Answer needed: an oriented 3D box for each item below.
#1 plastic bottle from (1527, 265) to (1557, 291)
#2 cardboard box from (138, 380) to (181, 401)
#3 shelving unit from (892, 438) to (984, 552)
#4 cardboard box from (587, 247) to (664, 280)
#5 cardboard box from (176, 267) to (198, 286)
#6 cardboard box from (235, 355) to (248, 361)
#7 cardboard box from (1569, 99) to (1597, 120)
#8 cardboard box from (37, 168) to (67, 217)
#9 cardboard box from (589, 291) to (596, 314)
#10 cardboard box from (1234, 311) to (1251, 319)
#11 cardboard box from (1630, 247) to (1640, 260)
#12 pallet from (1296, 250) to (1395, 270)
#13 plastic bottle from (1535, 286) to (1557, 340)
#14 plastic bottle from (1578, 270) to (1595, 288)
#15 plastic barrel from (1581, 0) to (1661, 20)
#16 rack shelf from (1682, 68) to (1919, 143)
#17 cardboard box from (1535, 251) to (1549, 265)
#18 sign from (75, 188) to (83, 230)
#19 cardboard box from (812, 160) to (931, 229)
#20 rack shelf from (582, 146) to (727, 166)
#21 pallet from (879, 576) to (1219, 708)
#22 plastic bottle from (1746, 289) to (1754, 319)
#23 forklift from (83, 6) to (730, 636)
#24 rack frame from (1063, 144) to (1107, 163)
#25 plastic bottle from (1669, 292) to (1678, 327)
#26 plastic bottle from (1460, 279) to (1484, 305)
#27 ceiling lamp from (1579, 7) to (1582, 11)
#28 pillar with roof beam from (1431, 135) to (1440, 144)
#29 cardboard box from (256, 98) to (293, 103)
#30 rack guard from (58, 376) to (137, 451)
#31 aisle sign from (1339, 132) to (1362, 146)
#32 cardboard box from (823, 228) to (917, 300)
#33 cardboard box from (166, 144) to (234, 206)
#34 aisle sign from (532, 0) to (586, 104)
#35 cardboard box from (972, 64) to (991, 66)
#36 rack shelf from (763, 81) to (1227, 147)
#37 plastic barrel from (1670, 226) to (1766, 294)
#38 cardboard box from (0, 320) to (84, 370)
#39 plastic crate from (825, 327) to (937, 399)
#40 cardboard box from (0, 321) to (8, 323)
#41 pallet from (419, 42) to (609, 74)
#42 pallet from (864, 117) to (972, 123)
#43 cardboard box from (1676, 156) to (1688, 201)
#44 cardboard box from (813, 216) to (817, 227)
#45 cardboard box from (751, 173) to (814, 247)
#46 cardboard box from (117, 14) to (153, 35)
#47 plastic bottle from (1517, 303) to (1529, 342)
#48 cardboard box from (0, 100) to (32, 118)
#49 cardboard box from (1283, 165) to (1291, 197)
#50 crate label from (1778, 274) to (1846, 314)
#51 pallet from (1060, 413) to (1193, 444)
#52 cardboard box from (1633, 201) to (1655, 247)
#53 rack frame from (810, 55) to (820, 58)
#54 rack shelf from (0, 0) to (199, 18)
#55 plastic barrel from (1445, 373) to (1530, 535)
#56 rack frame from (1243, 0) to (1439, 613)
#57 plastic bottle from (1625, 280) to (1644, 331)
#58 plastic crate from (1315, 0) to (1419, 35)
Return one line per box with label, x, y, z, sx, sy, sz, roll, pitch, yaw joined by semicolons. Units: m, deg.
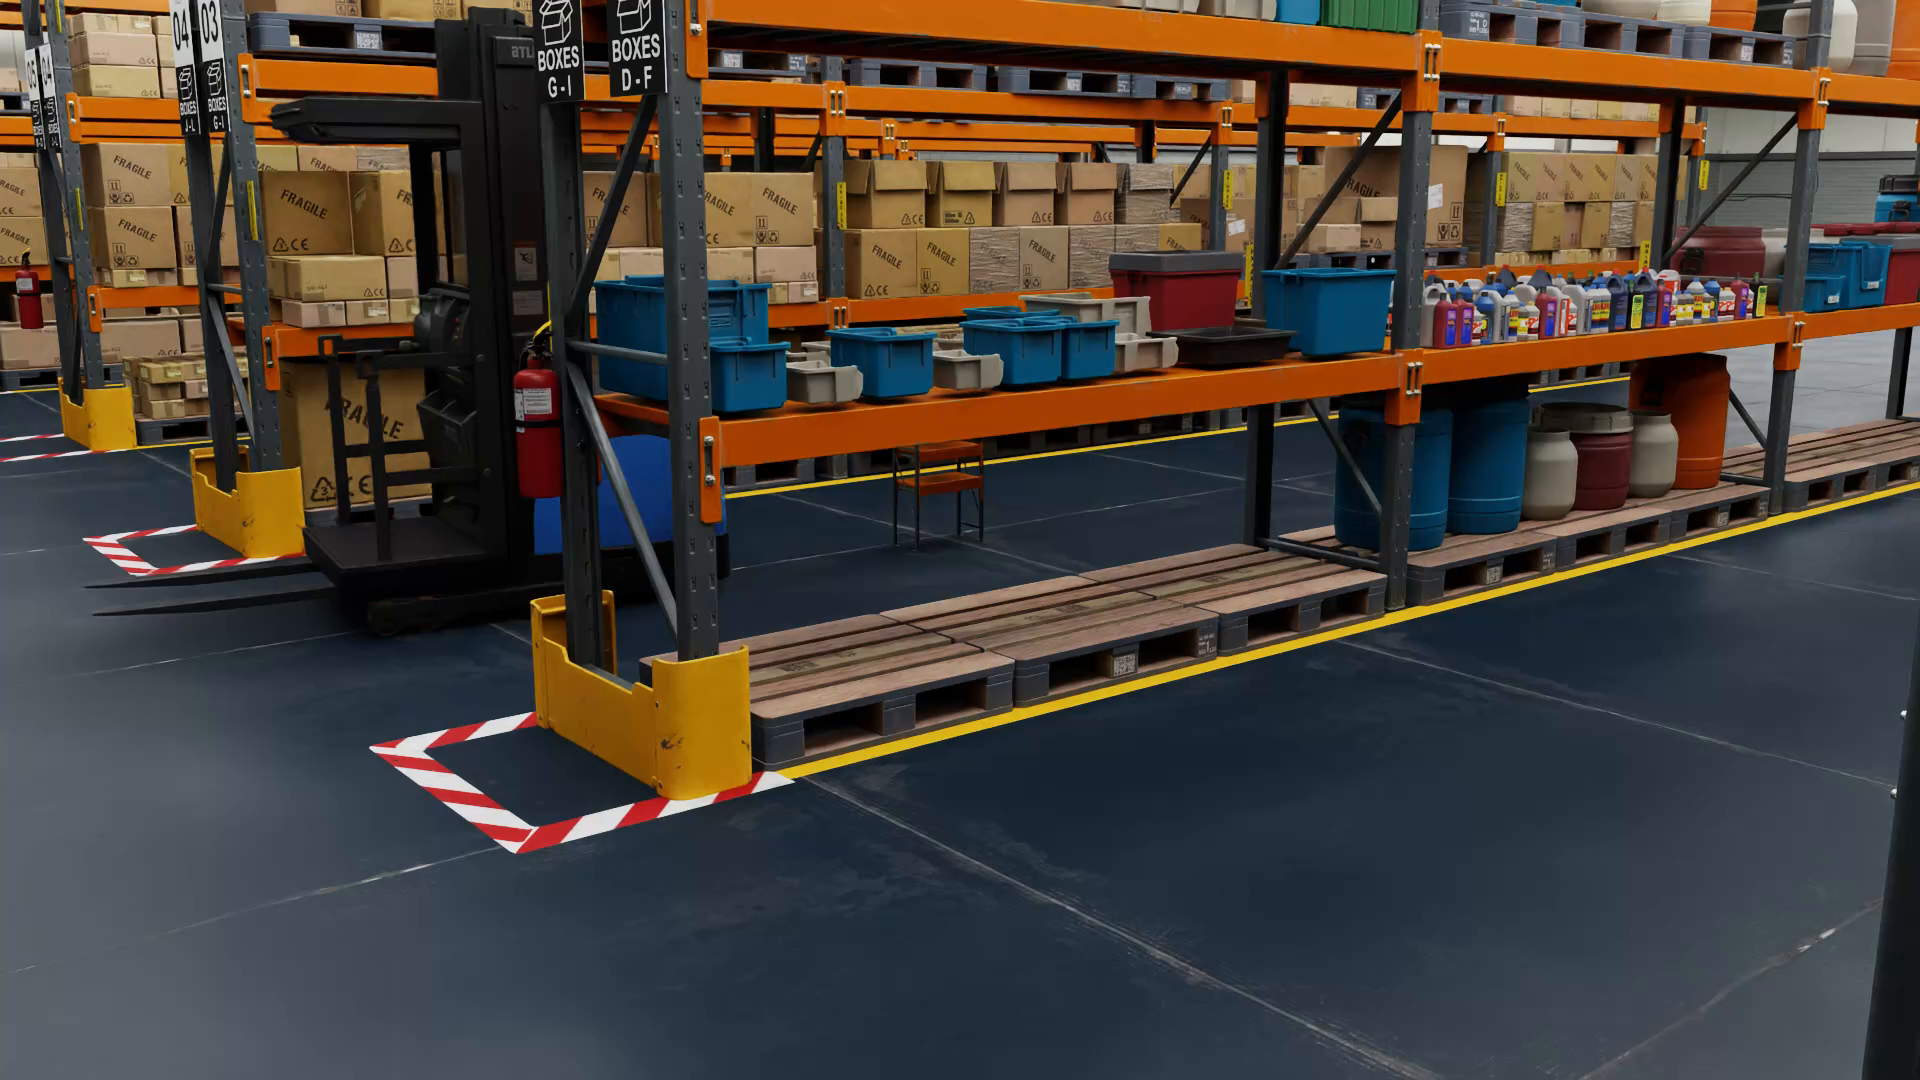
plastic bottle;3.482;-1.473;9.963;0.185;0.351;0.144;-9;15;-38
cardboard box;-6.759;-1.274;14.042;0.250;0.149;0.380;-9;15;-35
shelving unit;-0.129;-0.565;9.903;0.503;1.200;0.258;-9;15;-38
cardboard box;-2.167;-1.831;11.175;0.500;0.250;0.500;-9;15;-37
cardboard box;-6.455;-2.223;13.981;0.250;0.149;0.380;-10;16;-39
cardboard box;-6.148;-1.519;14.479;0.250;0.149;0.380;-10;16;-40
cardboard box;6.377;-4.574;17.585;0.500;0.250;0.500;-10;16;-40
cardboard box;-9.548;-3.703;17.698;0.500;0.500;0.500;-10;16;-39
cardboard box;-2.422;-1.577;10.940;0.250;0.149;0.380;-9;15;-37
cardboard box;2.442;-1.963;15.303;0.500;0.250;0.500;-9;15;-35
cardboard box;7.528;-3.253;18.832;0.250;0.149;0.380;-9;15;-38
pallet;3.458;-2.681;15.996;1.213;0.211;1.003;-9;15;-38
plastic bottle;3.155;-1.226;8.960;0.133;0.283;0.061;-9;15;-38
plastic bottle;3.998;-1.577;10.616;0.133;0.283;0.061;-9;15;-38
plastic barrel;3.742;-3.193;9.384;0.433;0.535;0.433;0;12;0
rack shelf;6.594;-3.083;11.937;4.000;0.370;1.077;-9;15;-38
cardboard box;5.988;-2.988;17.584;0.250;0.149;0.380;-9;15;-38
sign;-6.990;-2.626;13.192;0.005;0.325;0.100;-9;15;-38
cardboard box;-0.692;-2.616;12.573;0.637;0.503;0.797;-10;16;-39
rack shelf;-5.795;-6.298;27.079;4.000;0.370;1.077;-9;15;-38
pallet;0.405;0.436;7.568;1.213;0.211;1.003;-9;15;-38
plastic bottle;4.881;-1.477;10.343;0.097;0.201;0.097;0;12;0
forklift;-2.761;-1.099;8.246;3.031;2.935;1.130;-7;14;-30
rack frame;1.994;-5.157;27.193;0.127;3.000;1.000;-9;15;-38
plastic bottle;4.169;-1.359;9.785;0.097;0.201;0.097;0;12;0
plastic bottle;2.980;-1.392;9.763;0.135;0.276;0.152;-9;15;-38
ceiling lamp;14.045;-13.246;36.792;0.800;3.185;2.000;-9;15;-38
pillar with roof beam;14.528;-10.589;38.333;0.548;9.000;9.100;-9;15;-38
cardboard box;-6.010;-3.838;14.123;0.500;0.250;0.500;-10;16;-39
rack guard;-7.269;-1.078;14.003;0.348;0.500;1.175;-9;15;-38
aisle sign;5.408;-5.599;23.018;0.004;0.787;0.394;-9;15;-38
cardboard box;-0.670;-2.061;12.370;0.500;0.500;0.500;-9;15;-37
cardboard box;-6.422;-3.056;13.936;0.500;0.500;0.500;-9;15;-36
aisle sign;-1.454;-1.980;5.973;0.004;0.787;0.394;-9;15;-38
cardboard box;0.071;-3.711;12.757;0.250;0.149;0.380;-10;16;-40
rack shelf;0.376;-3.367;13.276;4.000;0.370;1.077;-9;15;-38
plastic barrel;5.205;-1.884;11.453;0.708;0.536;0.600;-9;15;-38
cardboard box;-10.047;-2.135;18.118;0.875;0.438;0.875;-10;16;-40
plastic crate;-0.302;-0.682;6.376;0.300;0.233;0.416;-9;15;-38
cardboard box;-12.711;-2.809;21.989;0.250;0.149;0.380;-10;16;-40
pallet;-2.783;-3.154;10.755;1.213;0.211;1.003;-9;15;-38
pallet;-0.612;-4.796;18.727;1.003;0.211;1.213;-9;15;-35
cardboard box;7.910;-4.122;18.954;0.500;0.500;0.500;-9;15;-38
cardboard box;-1.594;-3.350;17.560;0.250;0.149;0.380;-9;15;-36
cardboard box;-1.377;-2.328;11.712;0.500;0.500;0.500;-9;15;-36
cardboard box;-6.723;-4.160;13.473;0.250;0.149;0.380;-9;15;-35
plastic bottle;2.977;-1.161;8.853;0.097;0.201;0.097;0;12;0
cardboard box;-12.295;-5.572;21.570;0.500;0.250;0.500;-10;16;-39
cardboard box;3.957;-4.790;22.504;0.550;0.550;0.875;-9;15;-38
crate label;5.595;-1.620;10.940;0.416;0.233;0.303;-9;15;-38
pallet;1.275;-1.057;14.600;1.213;0.211;1.003;-9;15;-38
cardboard box;7.423;-3.593;18.870;0.500;0.500;0.875;-9;15;-38
rack frame;-1.186;-4.927;11.667;0.127;3.000;1.000;-9;15;-38
rack shelf;-8.938;-5.727;18.131;4.000;0.370;1.077;-9;15;-38
plastic barrel;2.897;-0.528;9.434;0.708;0.901;0.600;-9;15;-38
rack frame;1.909;-1.189;8.507;0.127;3.000;1.000;-9;15;-38
plastic bottle;3.842;-1.340;9.498;0.133;0.283;0.061;-9;15;-38
plastic crate;1.767;-2.449;7.728;0.662;0.188;0.450;-9;15;-38
